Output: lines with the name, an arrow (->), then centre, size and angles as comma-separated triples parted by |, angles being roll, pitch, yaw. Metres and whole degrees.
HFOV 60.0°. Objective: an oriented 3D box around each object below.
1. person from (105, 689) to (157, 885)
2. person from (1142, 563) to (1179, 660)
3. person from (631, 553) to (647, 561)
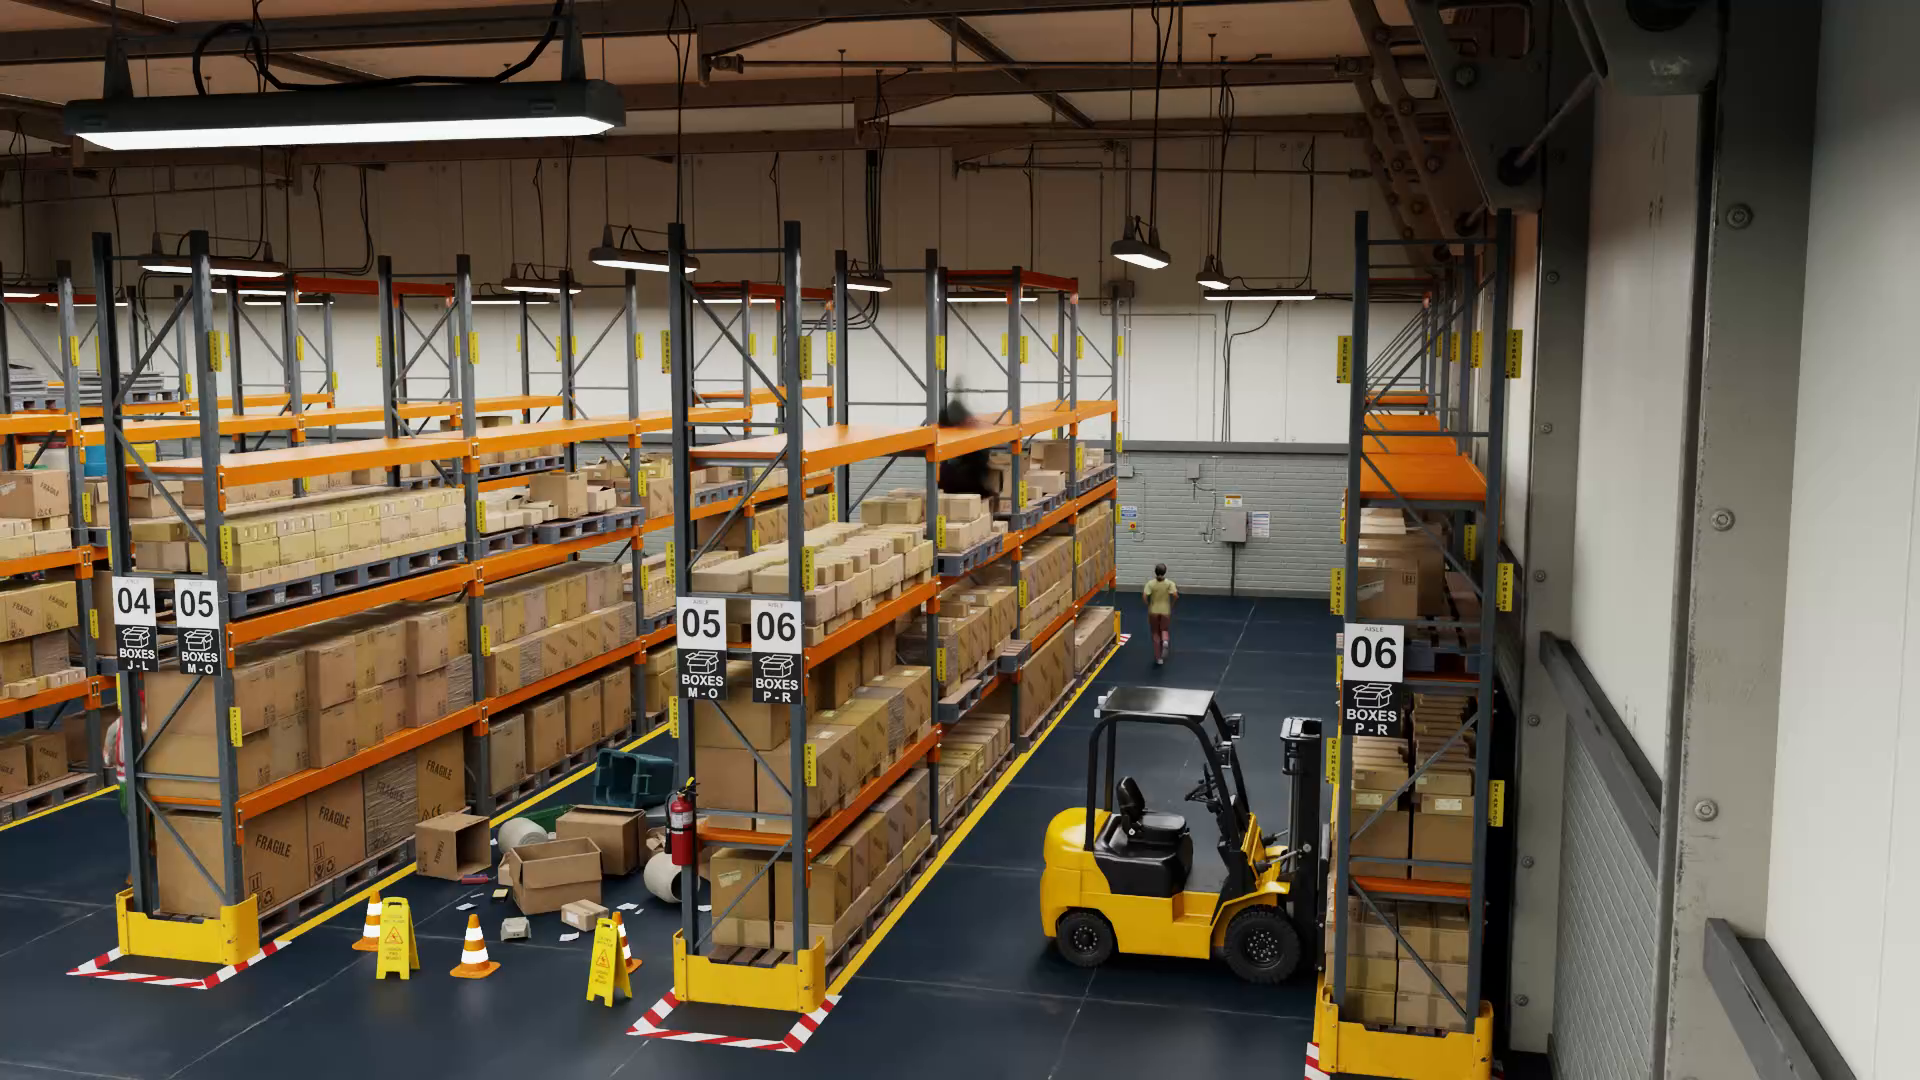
person -> -7.844, 2.307, 16.001 | 0.517, 1.783, 0.988 | -1, 7, -4
person -> 3.155, 1.138, 26.264 | 0.581, 1.567, 0.505 | 0, 7, 3
person -> -5.156, 1.025, 26.999 | 0.438, 1.748, 0.571 | 3, 8, 23
